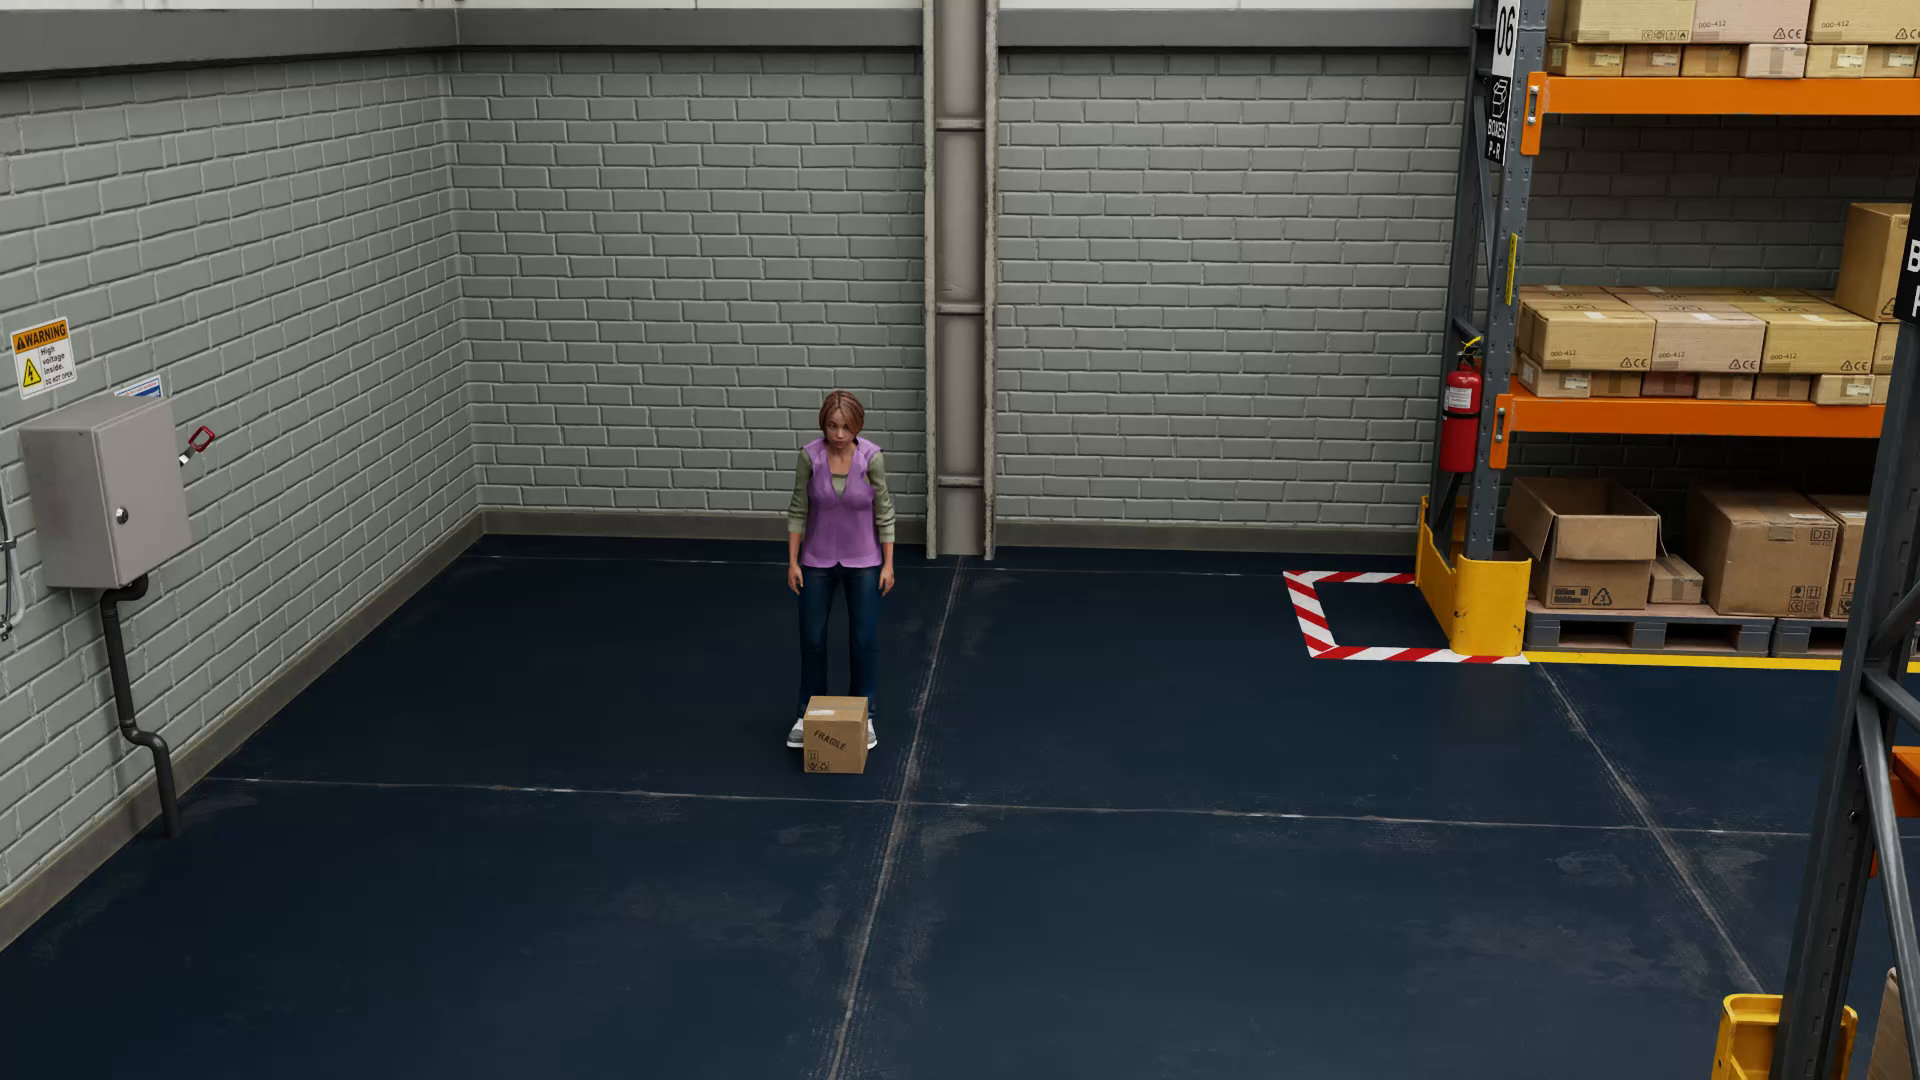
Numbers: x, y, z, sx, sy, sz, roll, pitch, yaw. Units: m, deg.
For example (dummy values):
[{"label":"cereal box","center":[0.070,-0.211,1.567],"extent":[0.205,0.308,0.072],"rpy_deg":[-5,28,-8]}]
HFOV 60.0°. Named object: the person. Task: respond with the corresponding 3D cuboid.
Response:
[{"label":"person","center":[-0.519,0.124,7.185],"extent":[0.484,1.592,0.346],"rpy_deg":[0,18,1]}]
